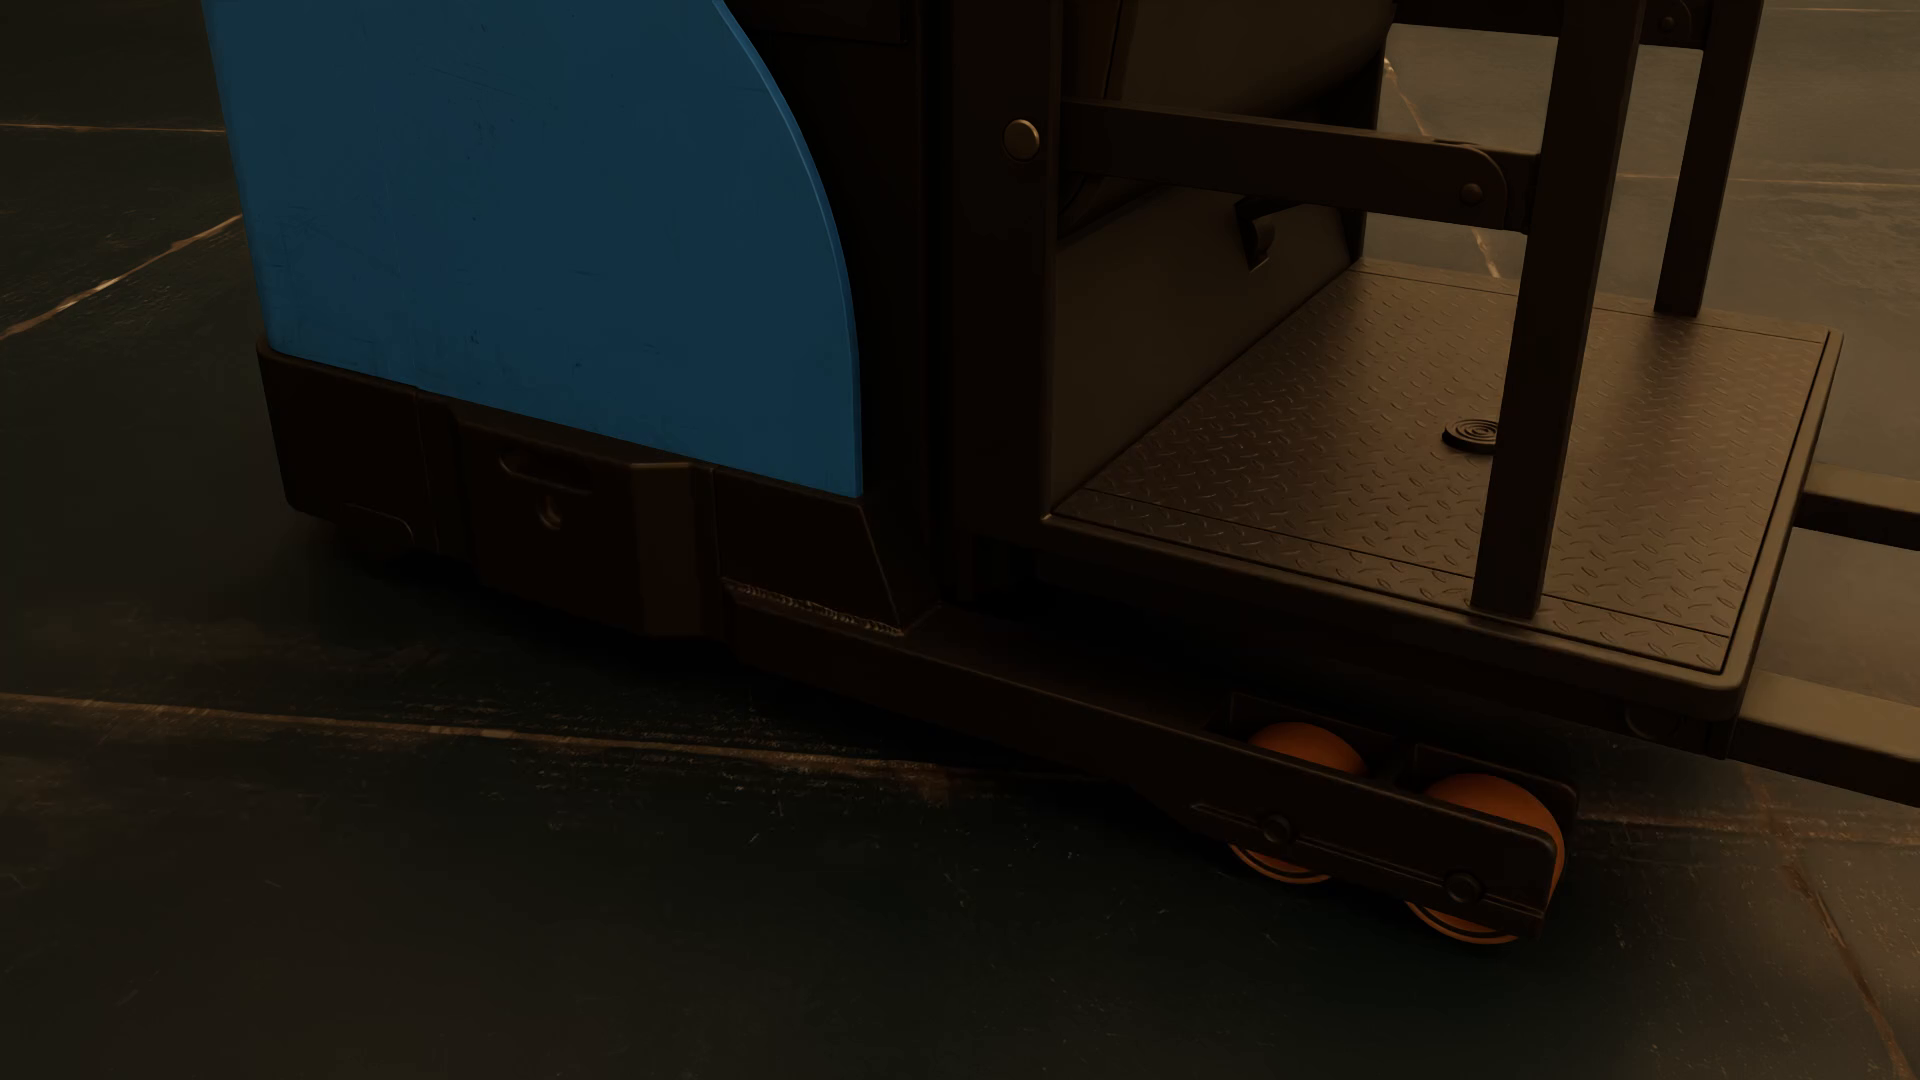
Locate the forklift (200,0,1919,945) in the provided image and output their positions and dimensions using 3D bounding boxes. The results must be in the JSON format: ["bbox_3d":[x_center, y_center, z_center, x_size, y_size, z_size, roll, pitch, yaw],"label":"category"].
[{"bbox_3d":[0.529,-1.176,1.574,3.031,2.935,1.130,14,30,26],"label":"forklift"}]
